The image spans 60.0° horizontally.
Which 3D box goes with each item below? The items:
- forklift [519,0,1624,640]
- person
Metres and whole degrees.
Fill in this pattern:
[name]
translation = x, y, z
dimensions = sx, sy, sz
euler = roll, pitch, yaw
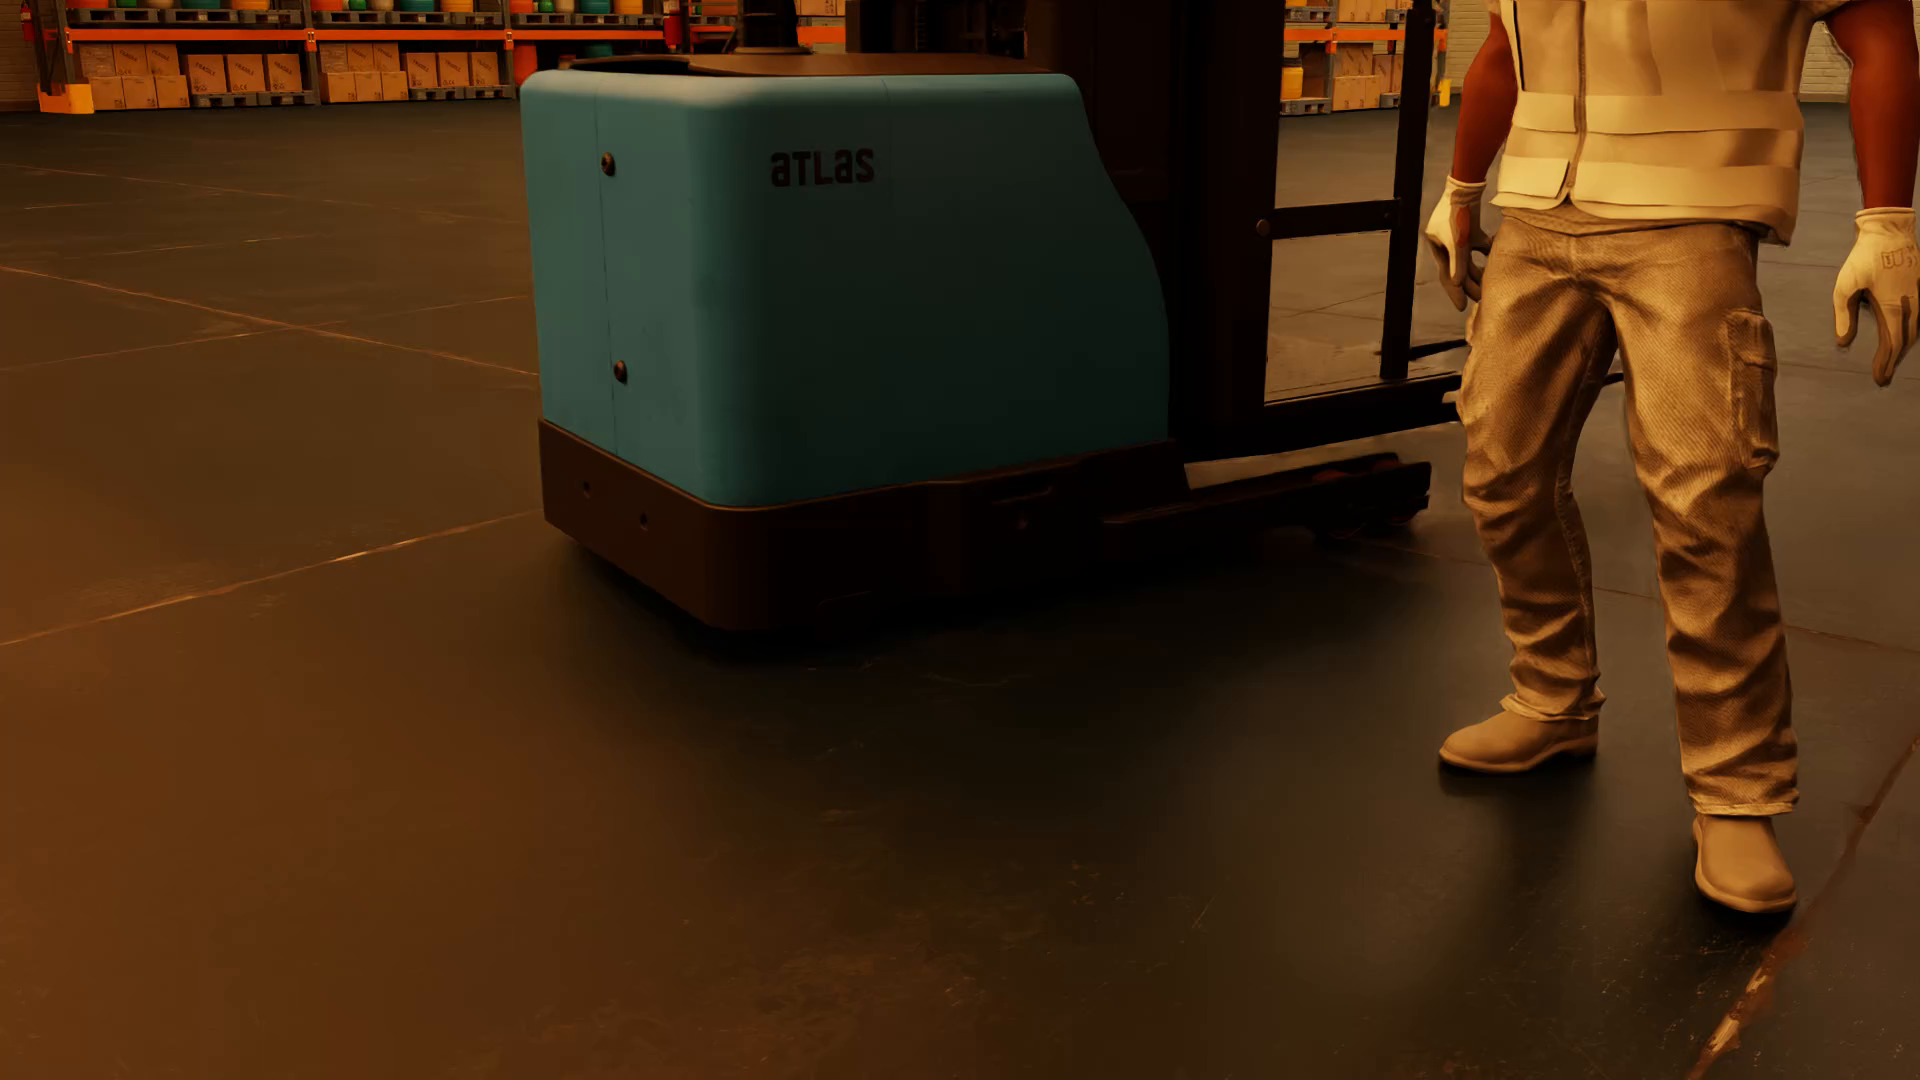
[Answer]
[forklift]
translation = 0.540, -1.519, 3.900
dimensions = 3.031, 2.935, 1.130
euler = -11, 20, -32
[person]
translation = 0.956, -0.438, 2.382
dimensions = 0.438, 1.746, 0.866
euler = -11, 20, -32
